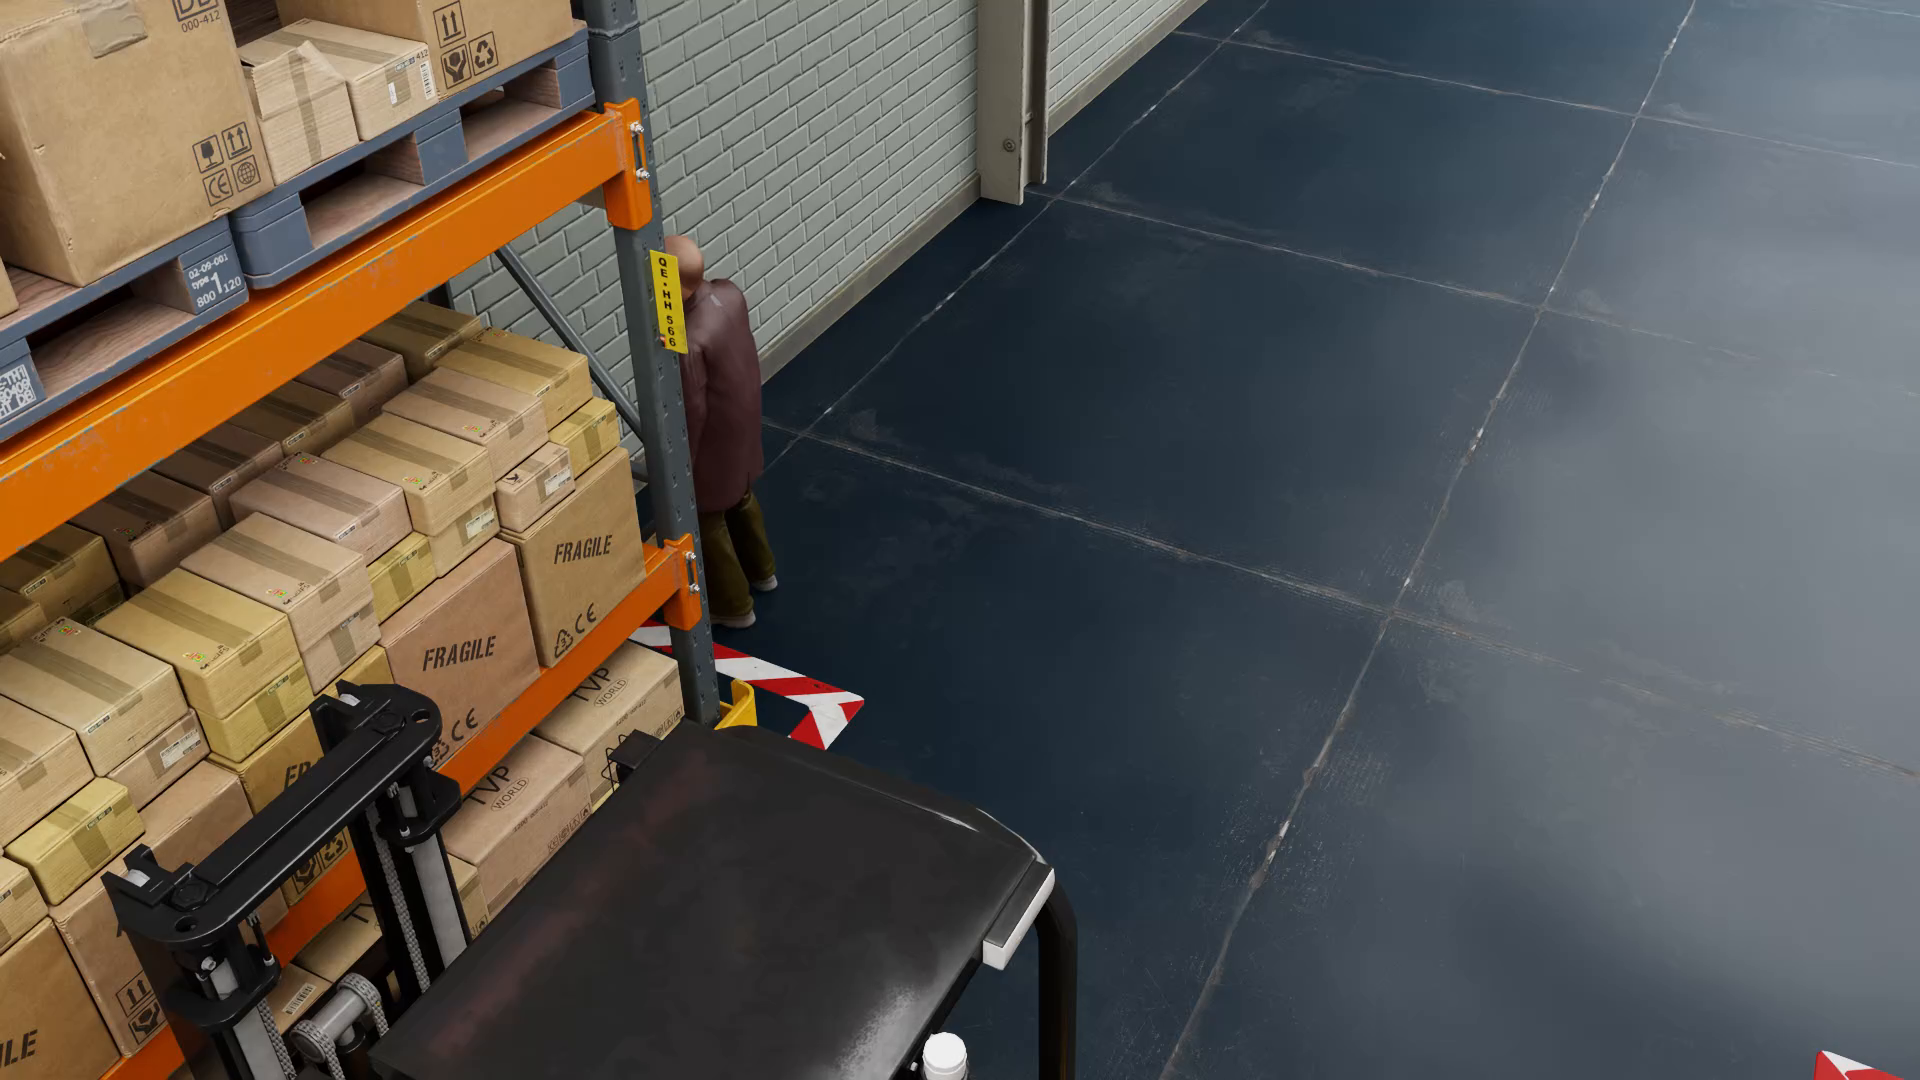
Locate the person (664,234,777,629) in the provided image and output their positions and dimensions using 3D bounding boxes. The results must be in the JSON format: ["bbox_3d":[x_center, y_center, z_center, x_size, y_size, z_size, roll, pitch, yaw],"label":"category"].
[{"bbox_3d":[-1.006,-0.423,6.715,0.420,1.774,0.656,11,39,14],"label":"person"}]
